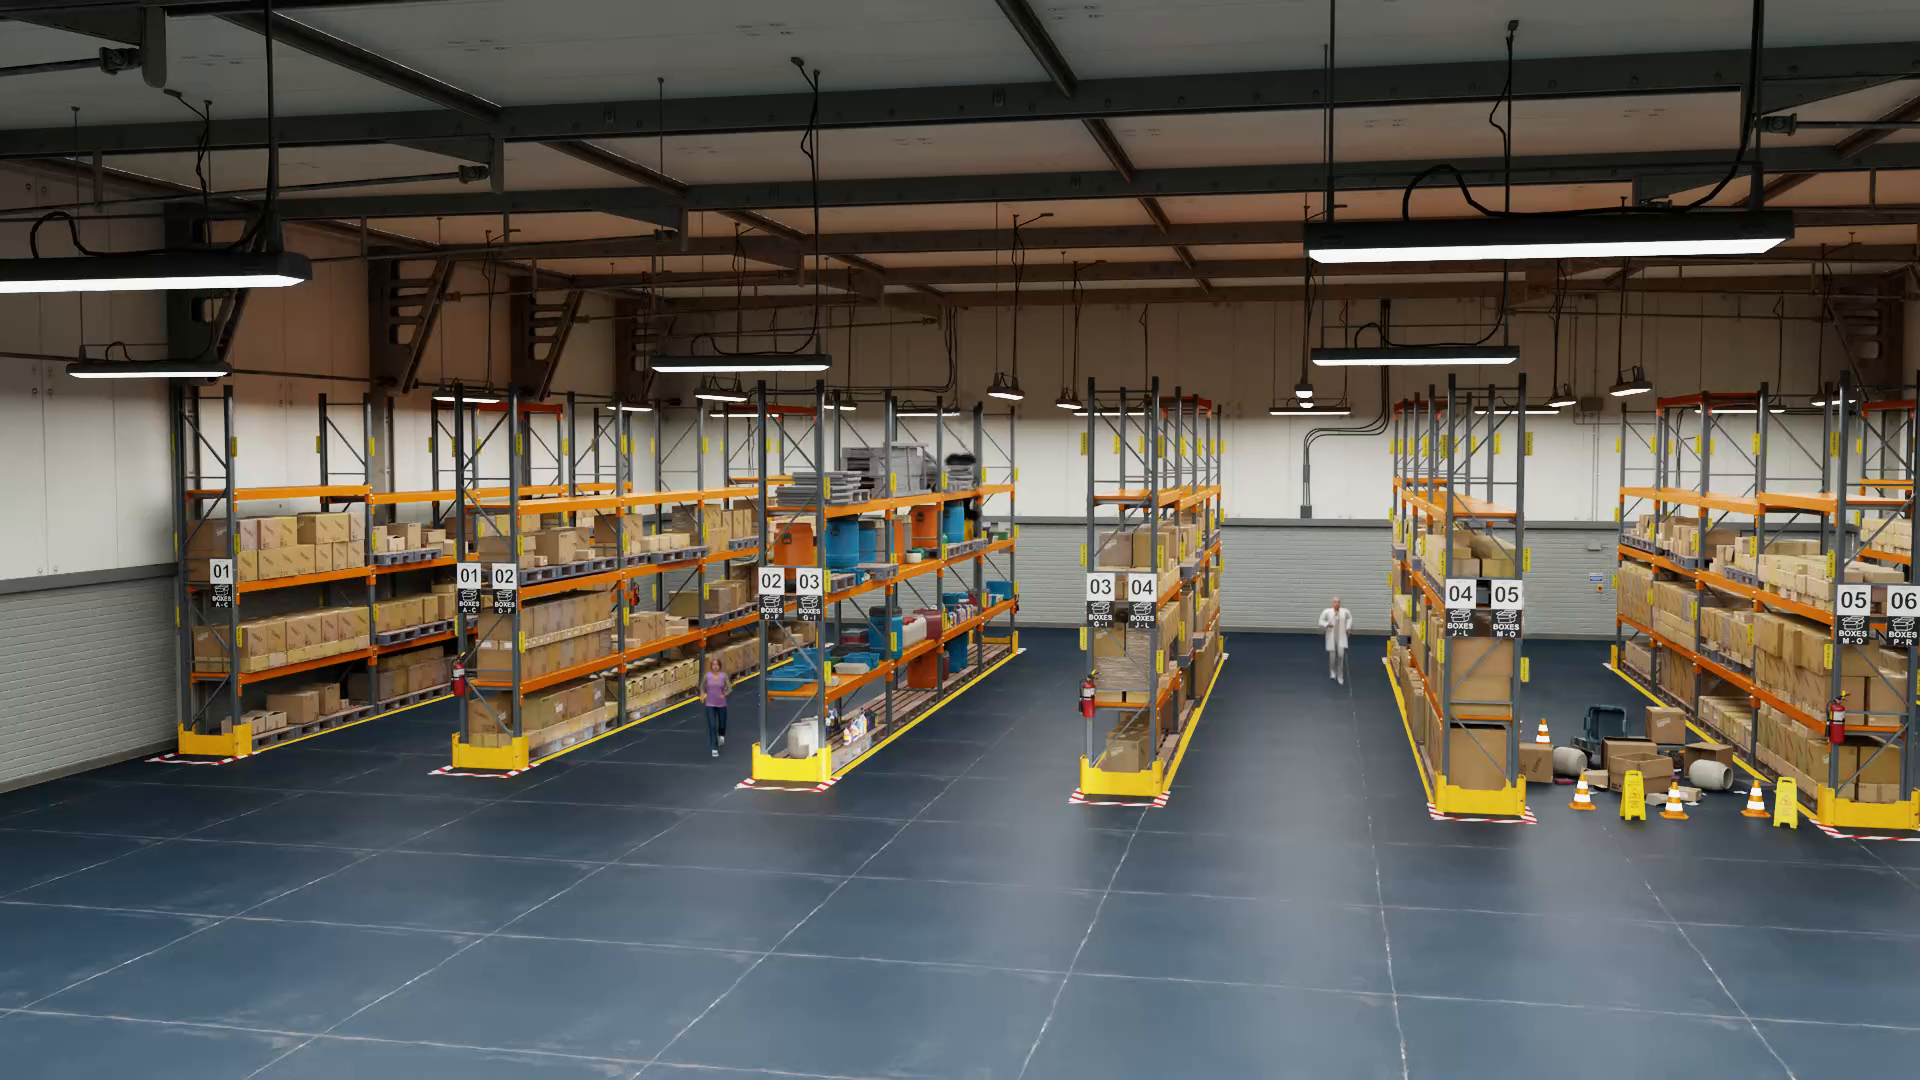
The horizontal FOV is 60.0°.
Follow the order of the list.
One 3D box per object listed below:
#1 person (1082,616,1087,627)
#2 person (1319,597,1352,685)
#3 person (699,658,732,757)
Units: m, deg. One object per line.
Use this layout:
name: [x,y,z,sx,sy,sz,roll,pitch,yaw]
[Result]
person: [2.877,2.193,34.679,0.682,1.812,0.811,1,3,11]
person: [7.993,2.113,35.386,0.678,1.809,1.009,1,3,12]
person: [-3.981,2.702,27.074,0.547,1.563,0.755,0,3,-7]
